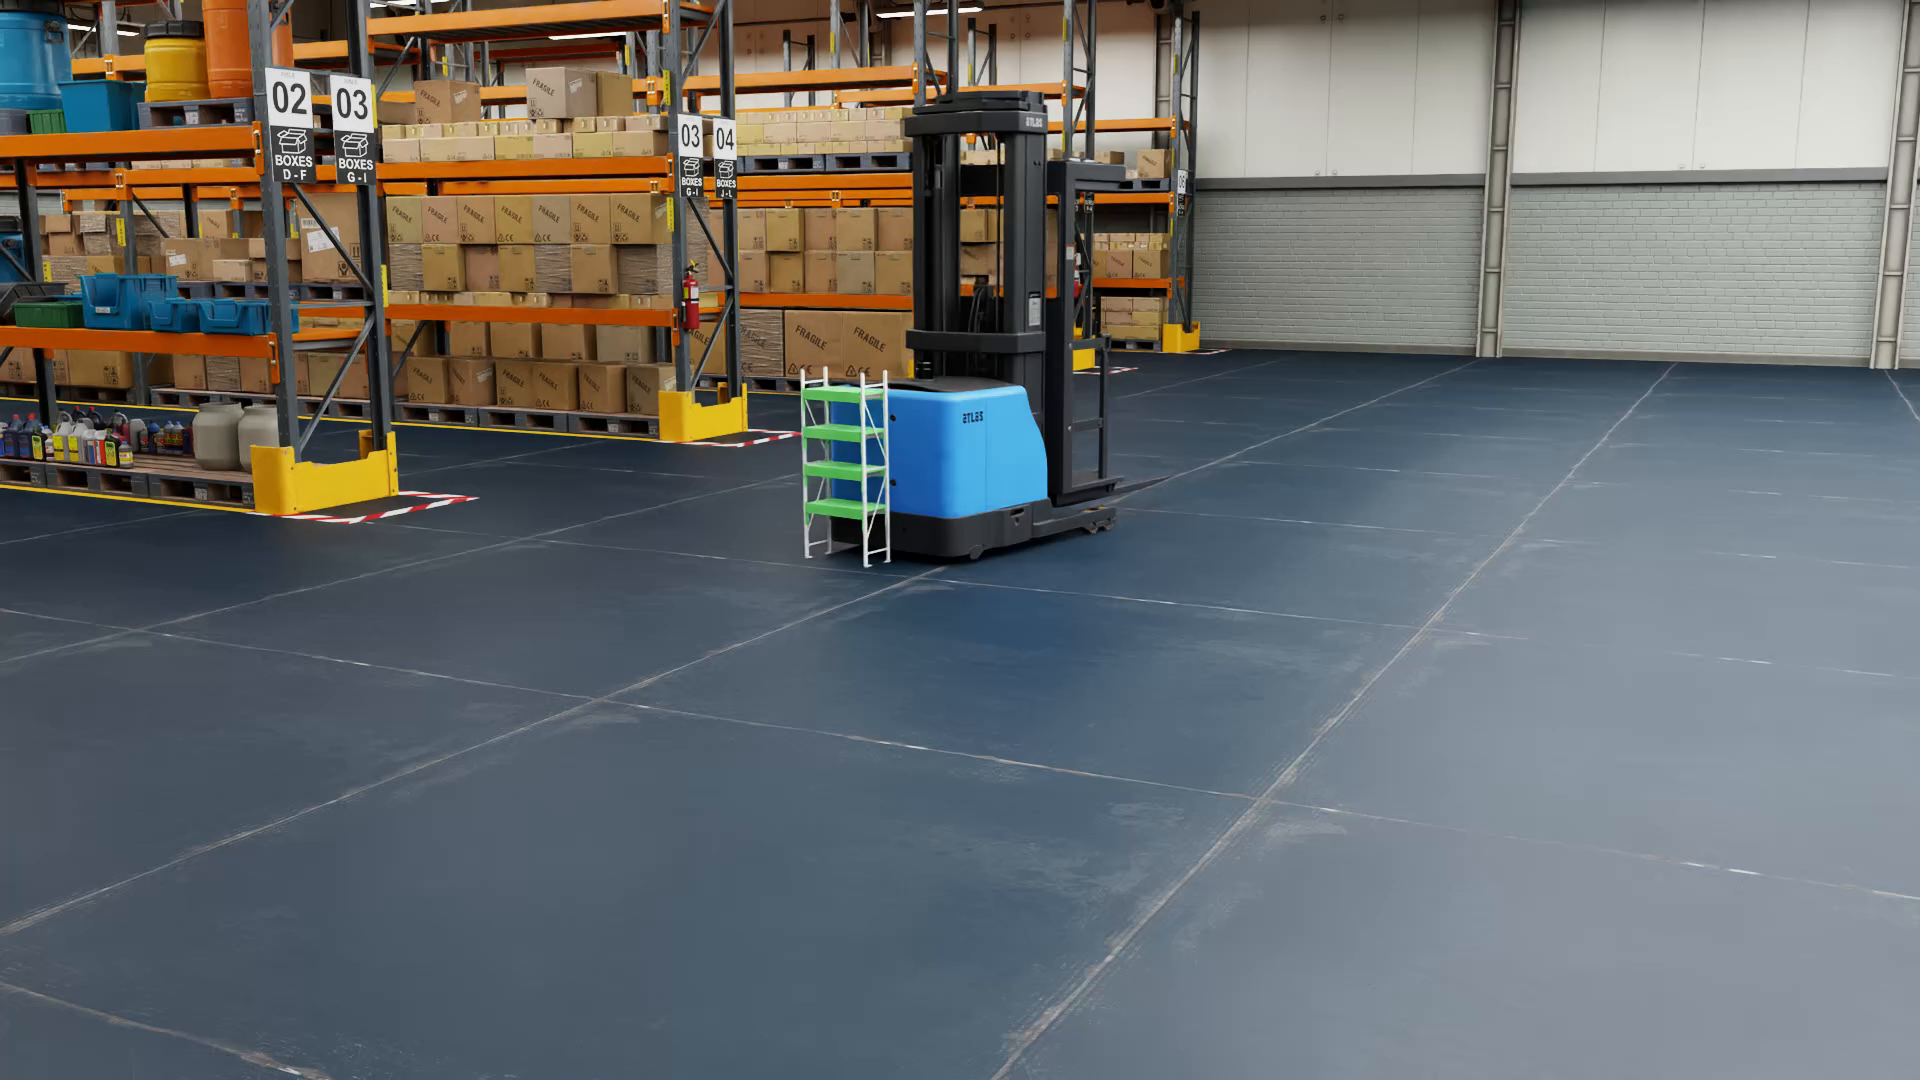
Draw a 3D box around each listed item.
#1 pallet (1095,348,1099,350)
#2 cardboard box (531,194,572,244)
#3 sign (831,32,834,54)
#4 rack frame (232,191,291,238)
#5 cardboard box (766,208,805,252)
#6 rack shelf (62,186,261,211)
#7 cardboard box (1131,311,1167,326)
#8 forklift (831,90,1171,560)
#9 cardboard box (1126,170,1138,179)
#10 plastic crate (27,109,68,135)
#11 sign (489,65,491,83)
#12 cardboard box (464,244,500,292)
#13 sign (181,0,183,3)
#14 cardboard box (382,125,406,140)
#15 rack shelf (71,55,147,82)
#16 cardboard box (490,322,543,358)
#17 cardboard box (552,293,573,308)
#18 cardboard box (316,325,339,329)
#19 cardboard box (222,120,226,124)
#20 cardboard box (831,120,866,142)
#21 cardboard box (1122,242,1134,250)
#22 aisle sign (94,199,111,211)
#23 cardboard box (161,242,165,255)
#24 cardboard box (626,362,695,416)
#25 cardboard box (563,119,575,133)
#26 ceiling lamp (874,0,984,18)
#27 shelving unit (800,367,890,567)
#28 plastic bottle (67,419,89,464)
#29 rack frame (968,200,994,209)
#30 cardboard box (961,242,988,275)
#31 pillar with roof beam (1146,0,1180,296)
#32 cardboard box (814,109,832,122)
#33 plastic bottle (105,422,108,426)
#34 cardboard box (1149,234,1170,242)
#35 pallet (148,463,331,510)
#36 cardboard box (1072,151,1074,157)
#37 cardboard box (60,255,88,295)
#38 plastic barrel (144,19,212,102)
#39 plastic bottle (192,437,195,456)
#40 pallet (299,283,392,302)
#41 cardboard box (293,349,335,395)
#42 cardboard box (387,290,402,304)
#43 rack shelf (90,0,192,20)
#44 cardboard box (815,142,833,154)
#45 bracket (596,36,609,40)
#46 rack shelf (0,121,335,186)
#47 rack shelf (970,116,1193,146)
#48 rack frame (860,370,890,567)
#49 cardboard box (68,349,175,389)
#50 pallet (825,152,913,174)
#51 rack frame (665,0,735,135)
[{"bbox_3d":[2.209,-3.707,31.118,1.213,0.211,1.003,5,11,26],"label":"pallet"},{"bbox_3d":[-4.075,-3.323,17.244,0.500,0.500,0.500,5,11,26],"label":"cardboard box"},{"bbox_3d":[-2.017,-7.852,26.278,0.005,0.325,0.100,5,11,26],"label":"sign"},{"bbox_3d":[-11.050,-4.283,26.473,0.127,3.000,1.000,5,11,26],"label":"rack frame"},{"bbox_3d":[-2.113,-4.093,21.972,0.500,0.550,0.875,5,11,26],"label":"cardboard box"},{"bbox_3d":[-12.844,-5.563,27.140,4.000,0.370,1.077,5,11,26],"label":"rack shelf"},{"bbox_3d":[3.429,-4.017,30.141,0.500,0.250,0.500,5,11,25],"label":"cardboard box"},{"bbox_3d":[0.440,-1.532,11.464,1.130,2.935,3.031,8,13,36],"label":"forklift"},{"bbox_3d":[3.126,-6.554,29.843,0.250,0.149,0.380,5,11,24],"label":"cardboard box"},{"bbox_3d":[-7.058,-3.281,13.110,0.450,0.188,0.336,5,11,26],"label":"plastic crate"},{"bbox_3d":[-8.721,-8.620,30.744,0.005,0.325,0.100,5,11,26],"label":"sign"},{"bbox_3d":[-4.859,-2.950,17.993,0.500,0.500,0.875,5,11,26],"label":"cardboard box"},{"bbox_3d":[-9.517,-6.722,20.257,0.005,0.325,0.100,5,11,26],"label":"sign"},{"bbox_3d":[-6.006,-4.392,17.954,0.250,0.149,0.380,5,11,24],"label":"cardboard box"},{"bbox_3d":[-11.542,-5.742,20.834,4.000,0.370,1.077,5,11,26],"label":"rack shelf"},{"bbox_3d":[-6.171,-2.937,24.172,0.750,0.750,1.050,5,11,27],"label":"cardboard box"},{"bbox_3d":[-4.049,-2.515,17.409,0.250,0.149,0.380,5,11,26],"label":"cardboard box"},{"bbox_3d":[-9.554,-3.078,25.657,0.500,0.500,0.500,5,12,27],"label":"cardboard box"},{"bbox_3d":[-8.533,-4.798,19.209,0.500,0.500,0.500,5,11,24],"label":"cardboard box"},{"bbox_3d":[-1.300,-5.175,21.106,0.500,0.250,0.500,5,11,26],"label":"cardboard box"},{"bbox_3d":[3.121,-5.326,30.131,0.250,0.149,0.380,5,12,27],"label":"cardboard box"},{"bbox_3d":[-14.570,-5.931,28.279,0.004,0.787,0.394,5,11,26],"label":"aisle sign"},{"bbox_3d":[-12.520,-4.552,26.843,0.500,0.500,0.500,5,11,26],"label":"cardboard box"},{"bbox_3d":[-3.127,-1.582,17.387,0.500,0.500,0.500,8,13,36],"label":"cardboard box"},{"bbox_3d":[-3.839,-4.222,17.016,0.250,0.149,0.380,5,11,26],"label":"cardboard box"},{"bbox_3d":[-0.432,-10.707,28.730,2.000,3.185,0.800,5,11,26],"label":"ceiling lamp"},{"bbox_3d":[-0.718,-0.465,10.418,0.503,1.200,0.258,8,13,36],"label":"shelving unit"},{"bbox_3d":[-7.095,-0.797,13.417,0.185,0.351,0.144,6,12,28],"label":"plastic bottle"},{"bbox_3d":[0.417,-5.244,31.783,0.127,3.000,1.000,5,11,26],"label":"rack frame"},{"bbox_3d":[0.308,-4.410,26.061,0.500,0.500,0.500,5,11,26],"label":"cardboard box"},{"bbox_3d":[1.873,-7.392,26.807,0.548,9.000,9.100,5,11,26],"label":"pillar with roof beam"},{"bbox_3d":[-1.650,-5.391,21.176,0.250,0.149,0.380,5,11,26],"label":"cardboard box"},{"bbox_3d":[-7.311,-0.931,14.345,0.133,0.283,0.061,6,12,30],"label":"plastic bottle"},{"bbox_3d":[3.589,-5.438,29.919,0.250,0.149,0.380,5,11,26],"label":"cardboard box"},{"bbox_3d":[-5.581,-0.453,13.142,1.213,0.211,1.003,5,11,26],"label":"pallet"},{"bbox_3d":[1.582,-5.941,25.679,0.250,0.149,0.380,5,11,25],"label":"cardboard box"},{"bbox_3d":[-10.745,-3.272,20.608,0.500,0.500,0.500,5,11,25],"label":"cardboard box"},{"bbox_3d":[-5.844,-3.607,12.607,0.600,0.588,0.600,0,10,0],"label":"plastic barrel"},{"bbox_3d":[-6.346,-0.802,13.864,0.097,0.201,0.097,0,10,0],"label":"plastic bottle"},{"bbox_3d":[-6.782,-2.857,19.135,1.213,0.211,1.003,5,11,26],"label":"pallet"},{"bbox_3d":[-7.624,-1.991,19.594,0.500,0.500,0.700,4,11,21],"label":"cardboard box"},{"bbox_3d":[-6.101,-2.680,18.320,0.250,0.149,0.380,5,11,26],"label":"cardboard box"},{"bbox_3d":[-12.844,-8.674,26.577,4.000,0.370,1.077,5,11,26],"label":"rack shelf"},{"bbox_3d":[-1.650,-4.998,21.246,0.250,0.149,0.380,5,11,25],"label":"cardboard box"},{"bbox_3d":[-7.513,-10.773,35.378,0.430,0.232,0.235,5,11,26],"label":"bracket"},{"bbox_3d":[-6.559,-3.042,13.212,4.000,0.370,1.077,5,11,26],"label":"rack shelf"},{"bbox_3d":[2.210,-7.488,30.478,4.000,0.370,1.077,5,11,26],"label":"rack shelf"},{"bbox_3d":[-0.522,-0.439,10.274,0.015,1.200,0.240,8,13,36],"label":"rack frame"},{"bbox_3d":[-10.358,-2.402,20.869,0.875,0.875,1.225,4,11,23],"label":"cardboard box"},{"bbox_3d":[-0.959,-4.827,21.302,1.213,0.211,1.003,5,11,26],"label":"pallet"},{"bbox_3d":[-2.574,-5.505,16.381,0.127,3.000,1.000,5,11,26],"label":"rack frame"}]
